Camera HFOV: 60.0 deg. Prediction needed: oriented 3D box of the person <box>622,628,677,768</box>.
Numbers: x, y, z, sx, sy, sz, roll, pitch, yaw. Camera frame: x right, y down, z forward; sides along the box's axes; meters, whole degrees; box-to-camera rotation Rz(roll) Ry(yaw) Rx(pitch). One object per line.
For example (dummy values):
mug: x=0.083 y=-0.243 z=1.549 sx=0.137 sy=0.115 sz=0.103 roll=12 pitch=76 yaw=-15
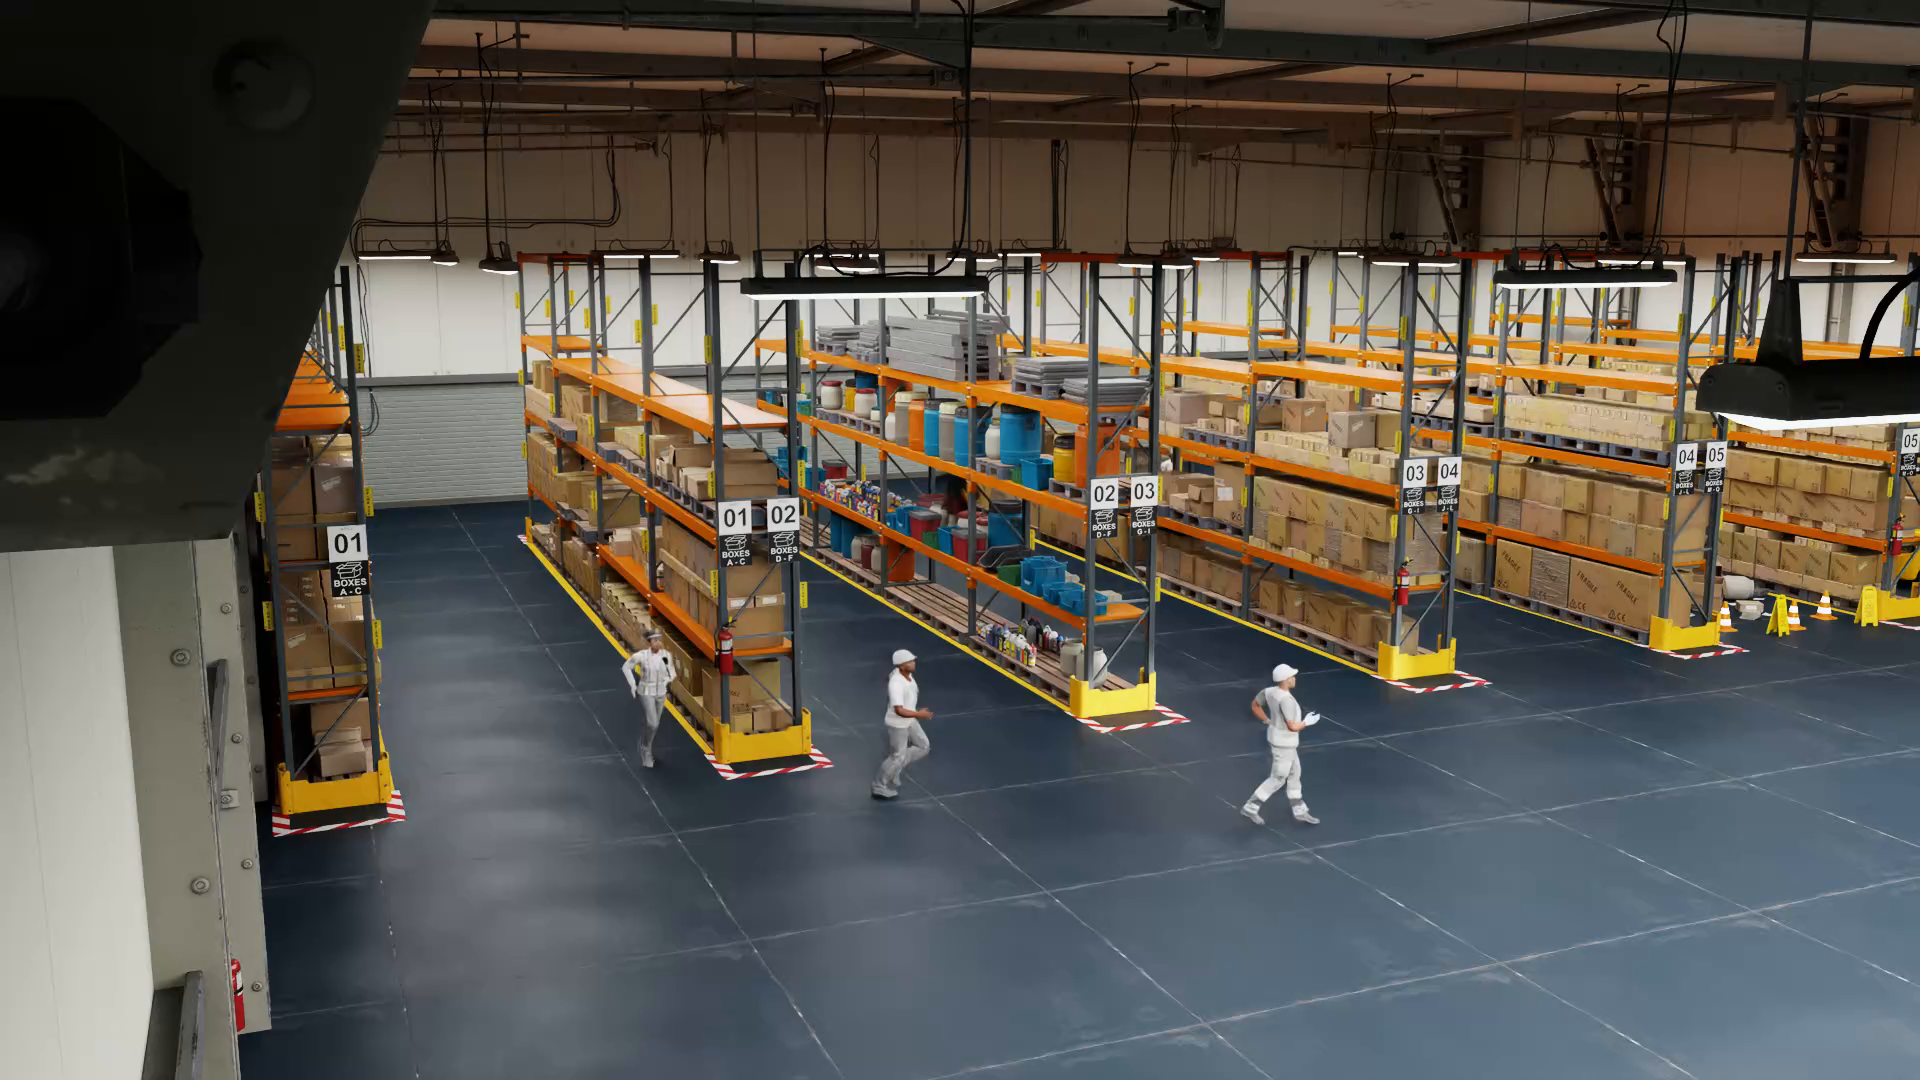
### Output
person: x=-3.724 y=1.894 z=20.132 sx=0.593 sy=1.715 sz=0.683 roll=-7 pitch=13 yaw=-35

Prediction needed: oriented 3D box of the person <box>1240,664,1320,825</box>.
person: x=3.465 y=2.211 z=17.817 sx=0.915 sy=1.806 sz=0.627 roll=-1 pitch=10 yaw=-4

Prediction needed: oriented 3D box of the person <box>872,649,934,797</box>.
person: x=-0.630 y=2.067 z=18.918 sx=0.744 sy=1.715 sz=0.721 roll=2 pitch=11 yaw=13

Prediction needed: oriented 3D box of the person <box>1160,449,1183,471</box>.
person: x=4.743 y=-1.227 z=37.170 sx=0.570 sy=1.673 sz=0.591 roll=-4 pitch=11 yaw=-19
